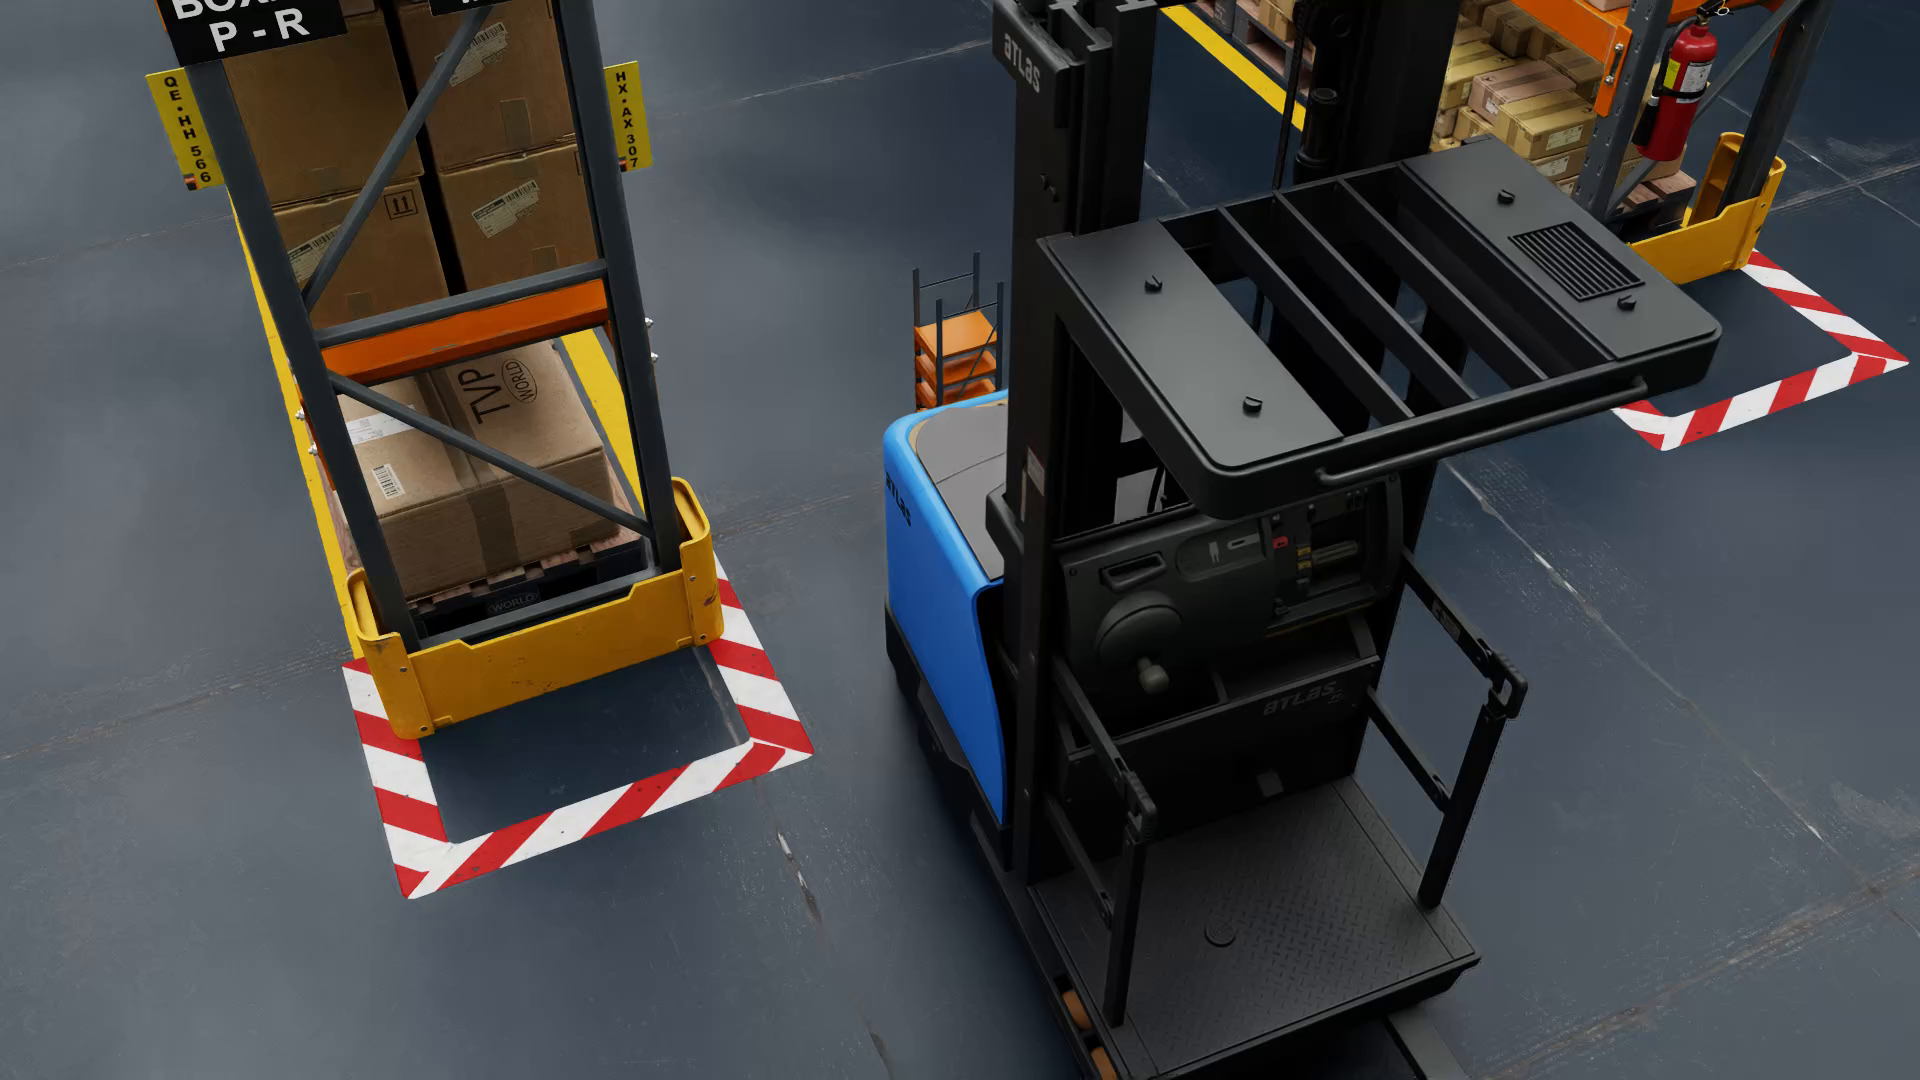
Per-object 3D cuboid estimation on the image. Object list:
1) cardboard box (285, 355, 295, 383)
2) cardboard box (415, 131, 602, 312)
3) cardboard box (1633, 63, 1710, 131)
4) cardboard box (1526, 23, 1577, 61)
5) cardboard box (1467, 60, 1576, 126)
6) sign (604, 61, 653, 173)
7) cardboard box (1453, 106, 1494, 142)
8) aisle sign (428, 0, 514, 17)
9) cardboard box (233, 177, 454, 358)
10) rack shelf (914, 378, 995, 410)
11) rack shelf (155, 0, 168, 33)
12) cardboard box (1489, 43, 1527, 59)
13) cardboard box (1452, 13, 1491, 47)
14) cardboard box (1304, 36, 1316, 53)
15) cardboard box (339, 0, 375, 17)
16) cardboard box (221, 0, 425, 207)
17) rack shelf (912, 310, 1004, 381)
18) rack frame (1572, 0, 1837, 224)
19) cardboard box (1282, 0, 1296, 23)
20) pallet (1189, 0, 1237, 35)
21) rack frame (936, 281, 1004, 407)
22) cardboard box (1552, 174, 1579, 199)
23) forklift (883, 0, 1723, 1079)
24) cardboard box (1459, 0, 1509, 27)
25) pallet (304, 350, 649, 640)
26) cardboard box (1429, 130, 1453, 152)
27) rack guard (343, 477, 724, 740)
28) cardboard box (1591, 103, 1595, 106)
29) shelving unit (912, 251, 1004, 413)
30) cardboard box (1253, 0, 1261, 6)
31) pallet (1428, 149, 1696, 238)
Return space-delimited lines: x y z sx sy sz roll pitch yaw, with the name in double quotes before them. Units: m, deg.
"cardboard box" -2.192 -0.888 6.540 0.875 0.438 0.875 -17 47 -16
"cardboard box" -1.372 -1.105 5.163 0.500 0.500 0.500 -18 48 -18
"cardboard box" 3.106 -1.986 7.434 0.380 0.149 0.250 -20 48 -19
"cardboard box" 2.891 -2.324 7.777 0.380 0.149 0.250 -18 47 -18
"cardboard box" 2.512 -1.991 7.440 0.380 0.149 0.250 -17 47 -17
"sign" -0.925 -1.175 4.633 0.100 0.325 0.005 -18 47 -17
"cardboard box" 2.476 -1.880 7.539 0.380 0.149 0.250 -19 48 -18
"aisle sign" -1.138 -1.644 3.930 0.394 0.787 0.004 -18 47 -17
"cardboard box" -1.874 -0.944 5.000 0.500 0.500 0.500 -18 47 -17
"rack shelf" -0.006 -0.490 5.785 0.258 0.103 0.180 -18 47 -17
"rack shelf" -2.272 -2.765 5.293 1.077 0.370 4.000 -18 47 -17
"cardboard box" 2.774 -2.372 8.037 0.380 0.149 0.250 -17 47 -16
"cardboard box" 2.236 -2.302 7.755 0.380 0.149 0.250 -20 48 -19
"cardboard box" 1.959 -2.602 8.482 0.380 0.149 0.250 -17 47 -16
"cardboard box" -1.764 -1.471 4.360 0.380 0.149 0.250 -17 47 -17
"cardboard box" -1.850 -1.307 4.656 0.500 0.500 0.500 -17 47 -16
"rack shelf" -0.006 -0.661 5.616 0.258 0.103 0.180 -18 47 -17
"rack frame" 3.018 -2.205 6.349 1.000 3.000 0.127 -18 47 -17
"cardboard box" 1.855 -2.691 8.360 0.380 0.149 0.250 -18 47 -17
"pallet" 1.650 -3.344 9.489 1.003 0.211 1.213 -18 47 -17
"rack frame" 0.032 -0.378 5.779 0.240 1.200 0.006 -18 47 -17
"cardboard box" 2.607 -1.614 7.481 0.380 0.149 0.250 -17 47 -17
"forklift" 0.766 0.189 3.972 1.130 2.935 3.031 -16 47 -15
"cardboard box" 2.603 -2.637 8.095 0.380 0.149 0.250 -16 47 -16
"pallet" -1.838 -0.173 6.275 1.003 0.211 1.213 -18 47 -17
"cardboard box" 2.374 -1.941 7.813 0.380 0.149 0.250 -18 47 -18
"rack guard" -1.421 0.226 5.665 1.175 0.500 0.348 -18 47 -17
"cardboard box" 2.966 -2.047 7.707 0.380 0.149 0.250 -18 47 -18
"shelving unit" -0.006 -0.436 5.838 0.258 1.200 0.189 -18 47 -17
"cardboard box" 1.758 -2.941 8.826 0.380 0.149 0.250 -20 48 -19
"pallet" 2.676 -1.789 7.913 1.003 0.211 1.213 -18 47 -17
